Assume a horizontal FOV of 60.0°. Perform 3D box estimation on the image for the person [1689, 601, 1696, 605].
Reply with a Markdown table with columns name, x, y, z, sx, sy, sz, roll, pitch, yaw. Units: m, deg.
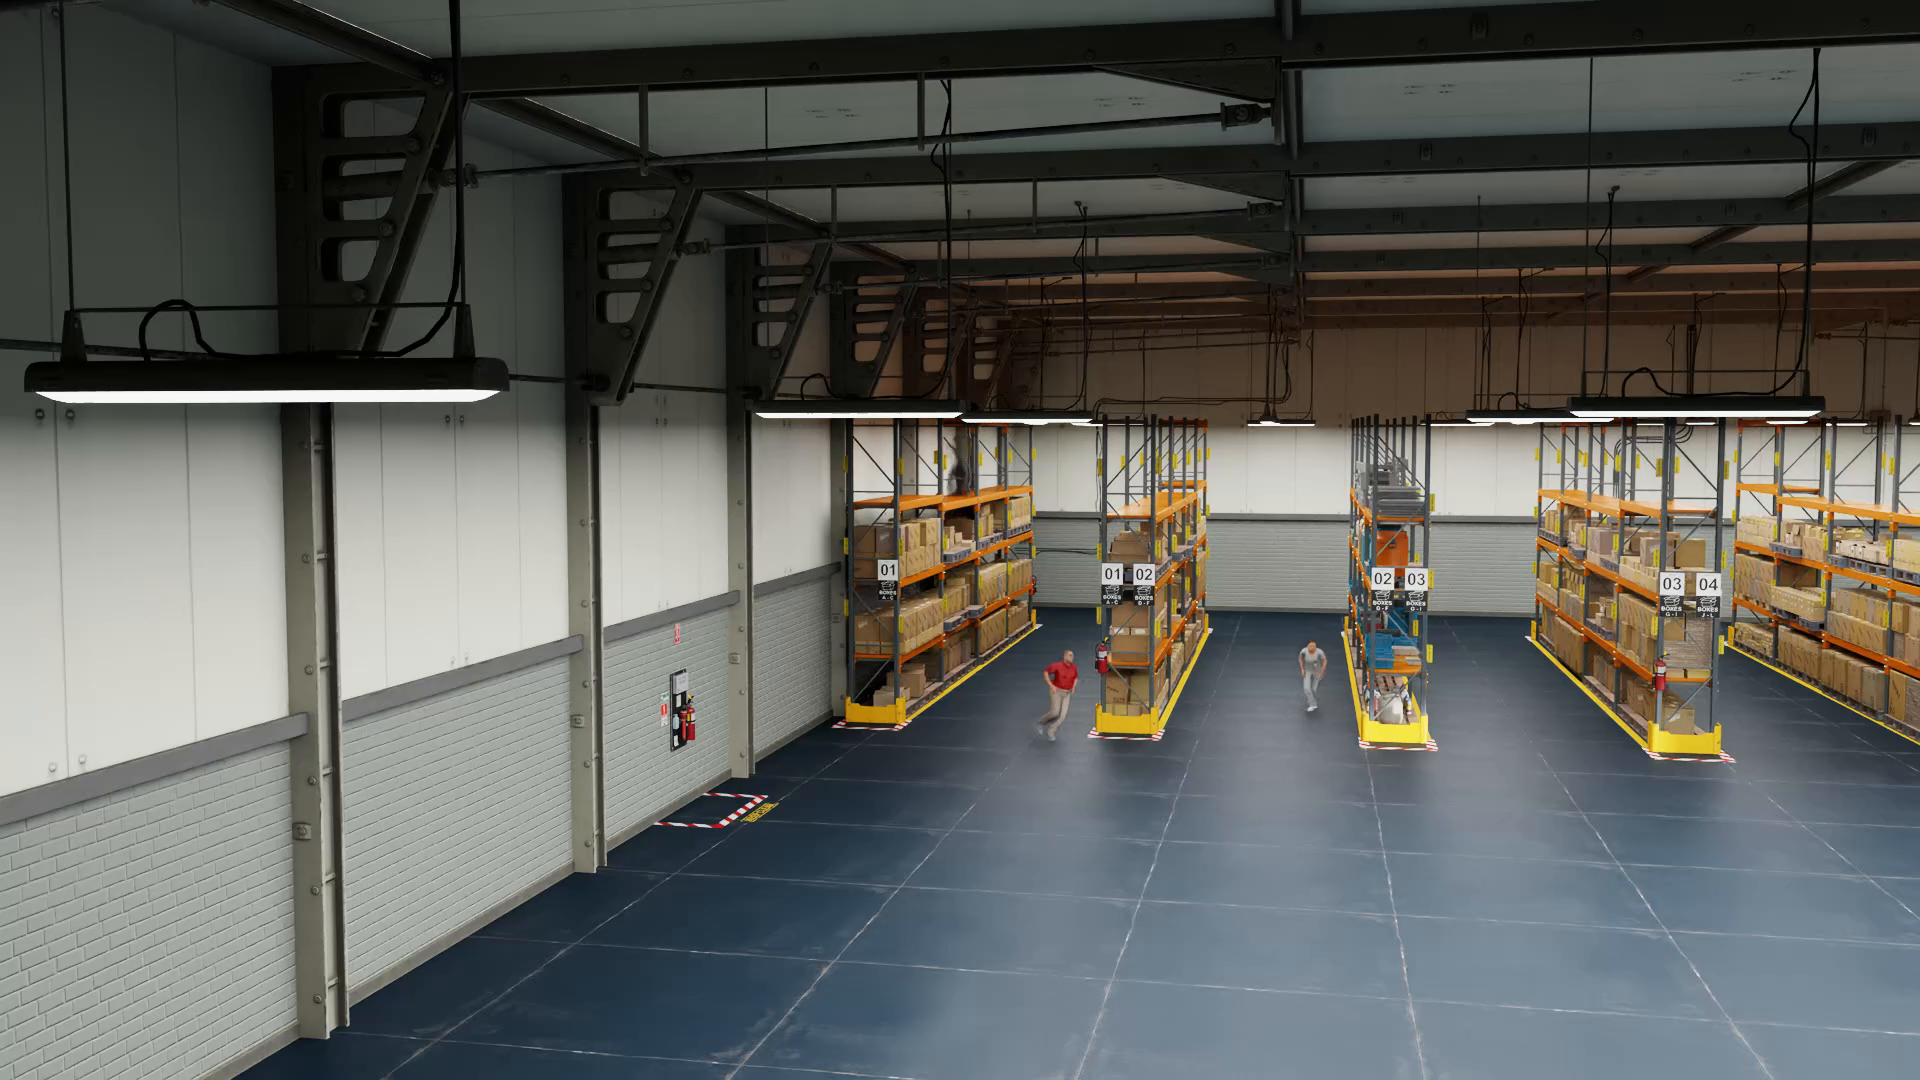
| name | x | y | z | sx | sy | sz | roll | pitch | yaw |
| --- | --- | --- | --- | --- | --- | --- | --- | --- | --- |
| person | 18.730 | 2.084 | 42.303 | 0.582 | 1.683 | 0.676 | 1 | 4 | 13 |

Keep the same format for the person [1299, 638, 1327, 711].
| name | x | y | z | sx | sy | sz | roll | pitch | yaw |
| --- | --- | --- | --- | --- | --- | --- | --- | --- | --- |
| person | 7.224 | 2.723 | 34.004 | 0.567 | 1.518 | 0.964 | 1 | 4 | 16 |

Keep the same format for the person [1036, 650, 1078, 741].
| name | x | y | z | sx | sy | sz | roll | pitch | yaw |
| --- | --- | --- | --- | --- | --- | --- | --- | --- | --- |
| person | 1.852 | 2.859 | 30.780 | 0.749 | 1.653 | 0.612 | -2 | 4 | -28 |
